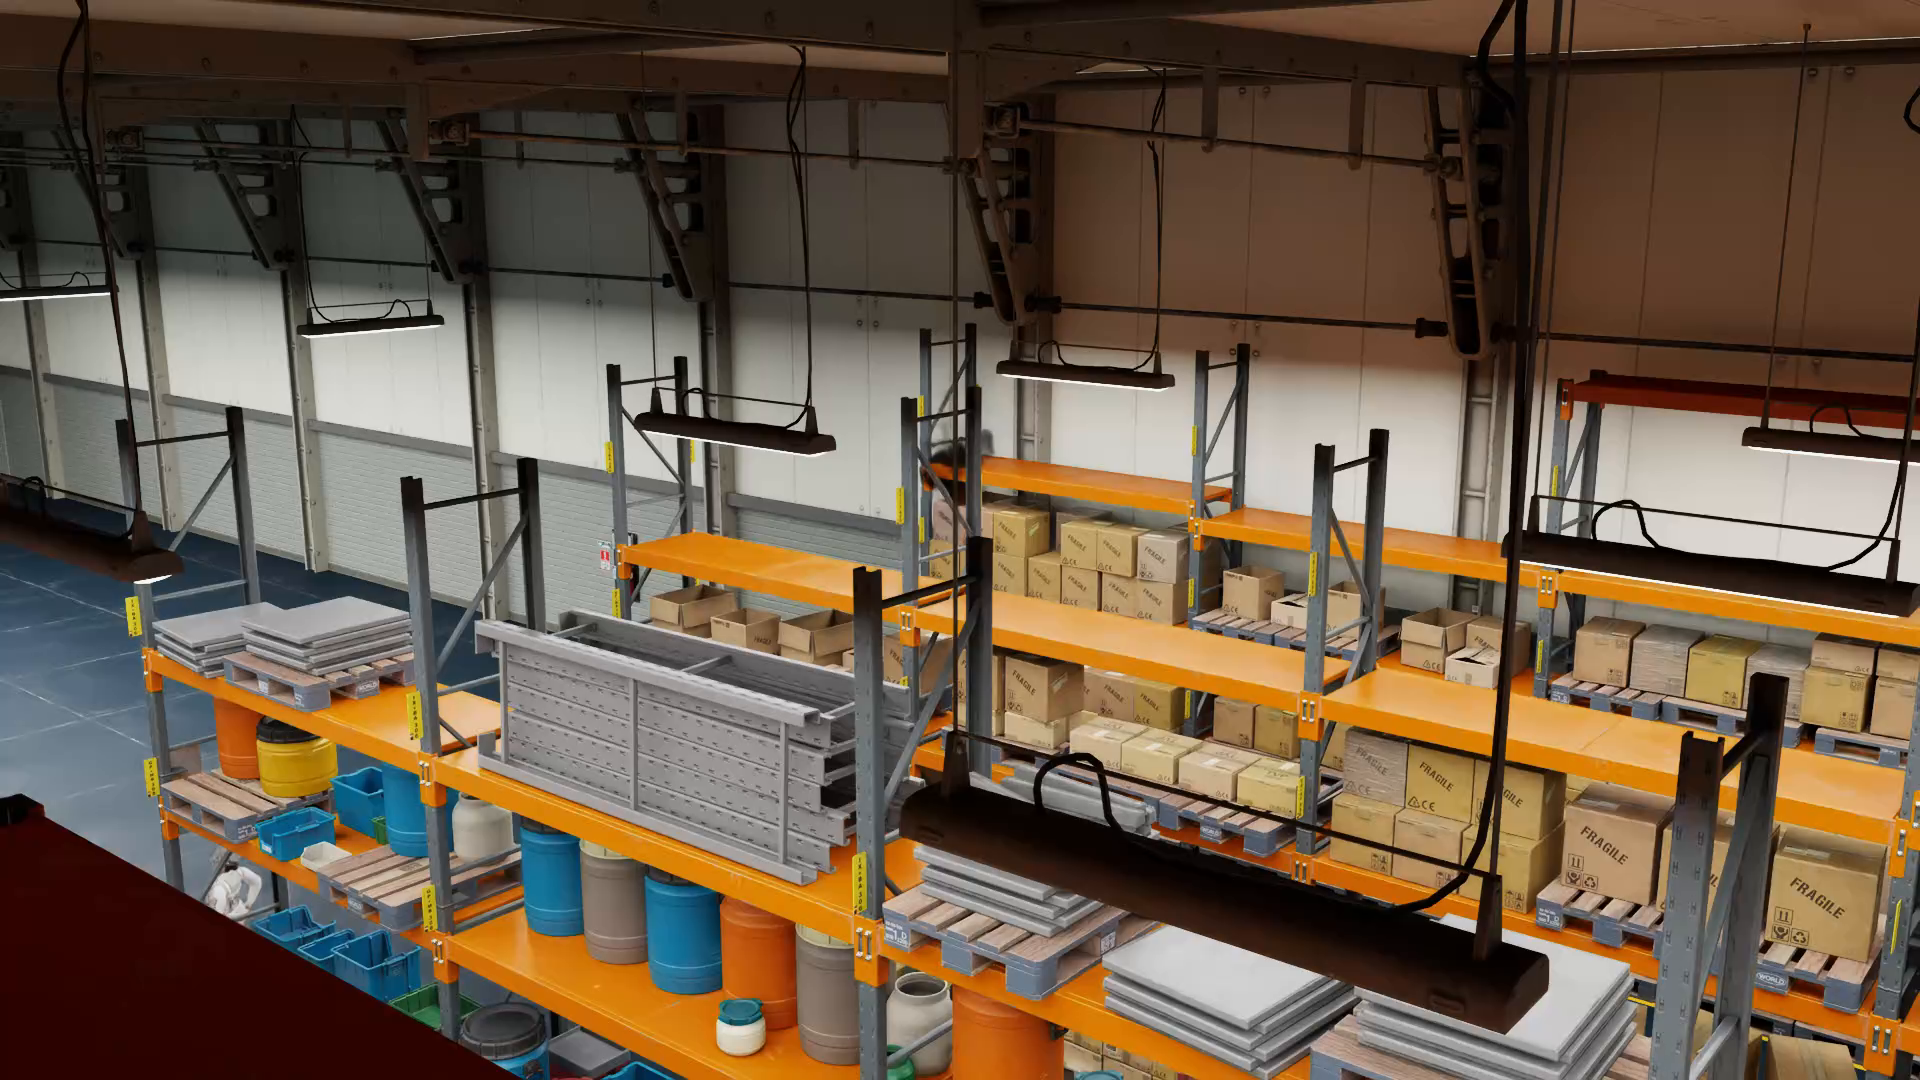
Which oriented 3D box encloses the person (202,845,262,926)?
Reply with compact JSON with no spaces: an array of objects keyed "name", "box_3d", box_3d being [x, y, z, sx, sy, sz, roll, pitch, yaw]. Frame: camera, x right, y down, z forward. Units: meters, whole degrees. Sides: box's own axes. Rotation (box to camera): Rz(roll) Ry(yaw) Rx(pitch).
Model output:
[{"name":"person","box_3d":[-7.046,3.712,15.960,0.864,1.687,0.618,-2,13,-8]}]
